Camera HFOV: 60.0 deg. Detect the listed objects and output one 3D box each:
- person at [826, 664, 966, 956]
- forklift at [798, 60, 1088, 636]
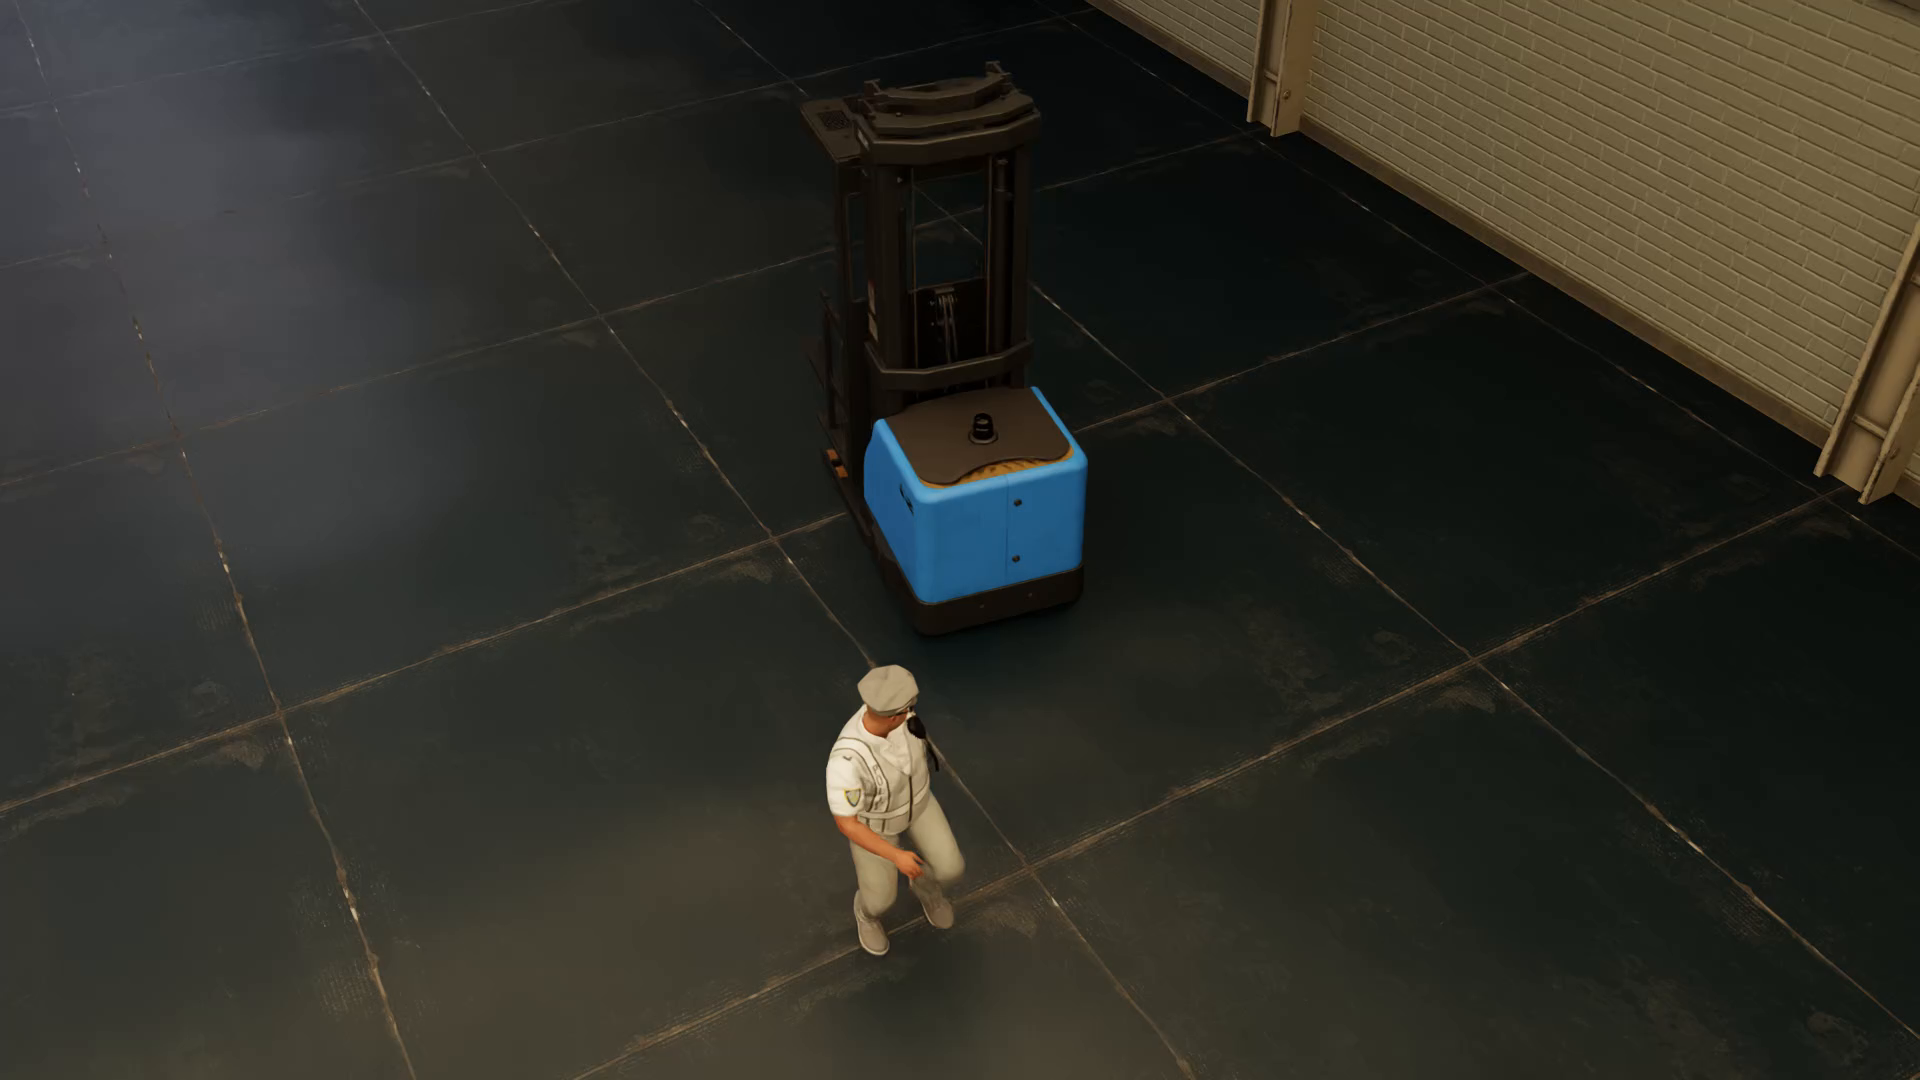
[{"bbox_3d":[-0.309,1.239,7.562,0.723,1.711,0.732,-27,47,-28],"label":"person"},{"bbox_3d":[-0.261,-1.526,9.876,1.130,2.935,3.031,-13,42,-16],"label":"forklift"}]
